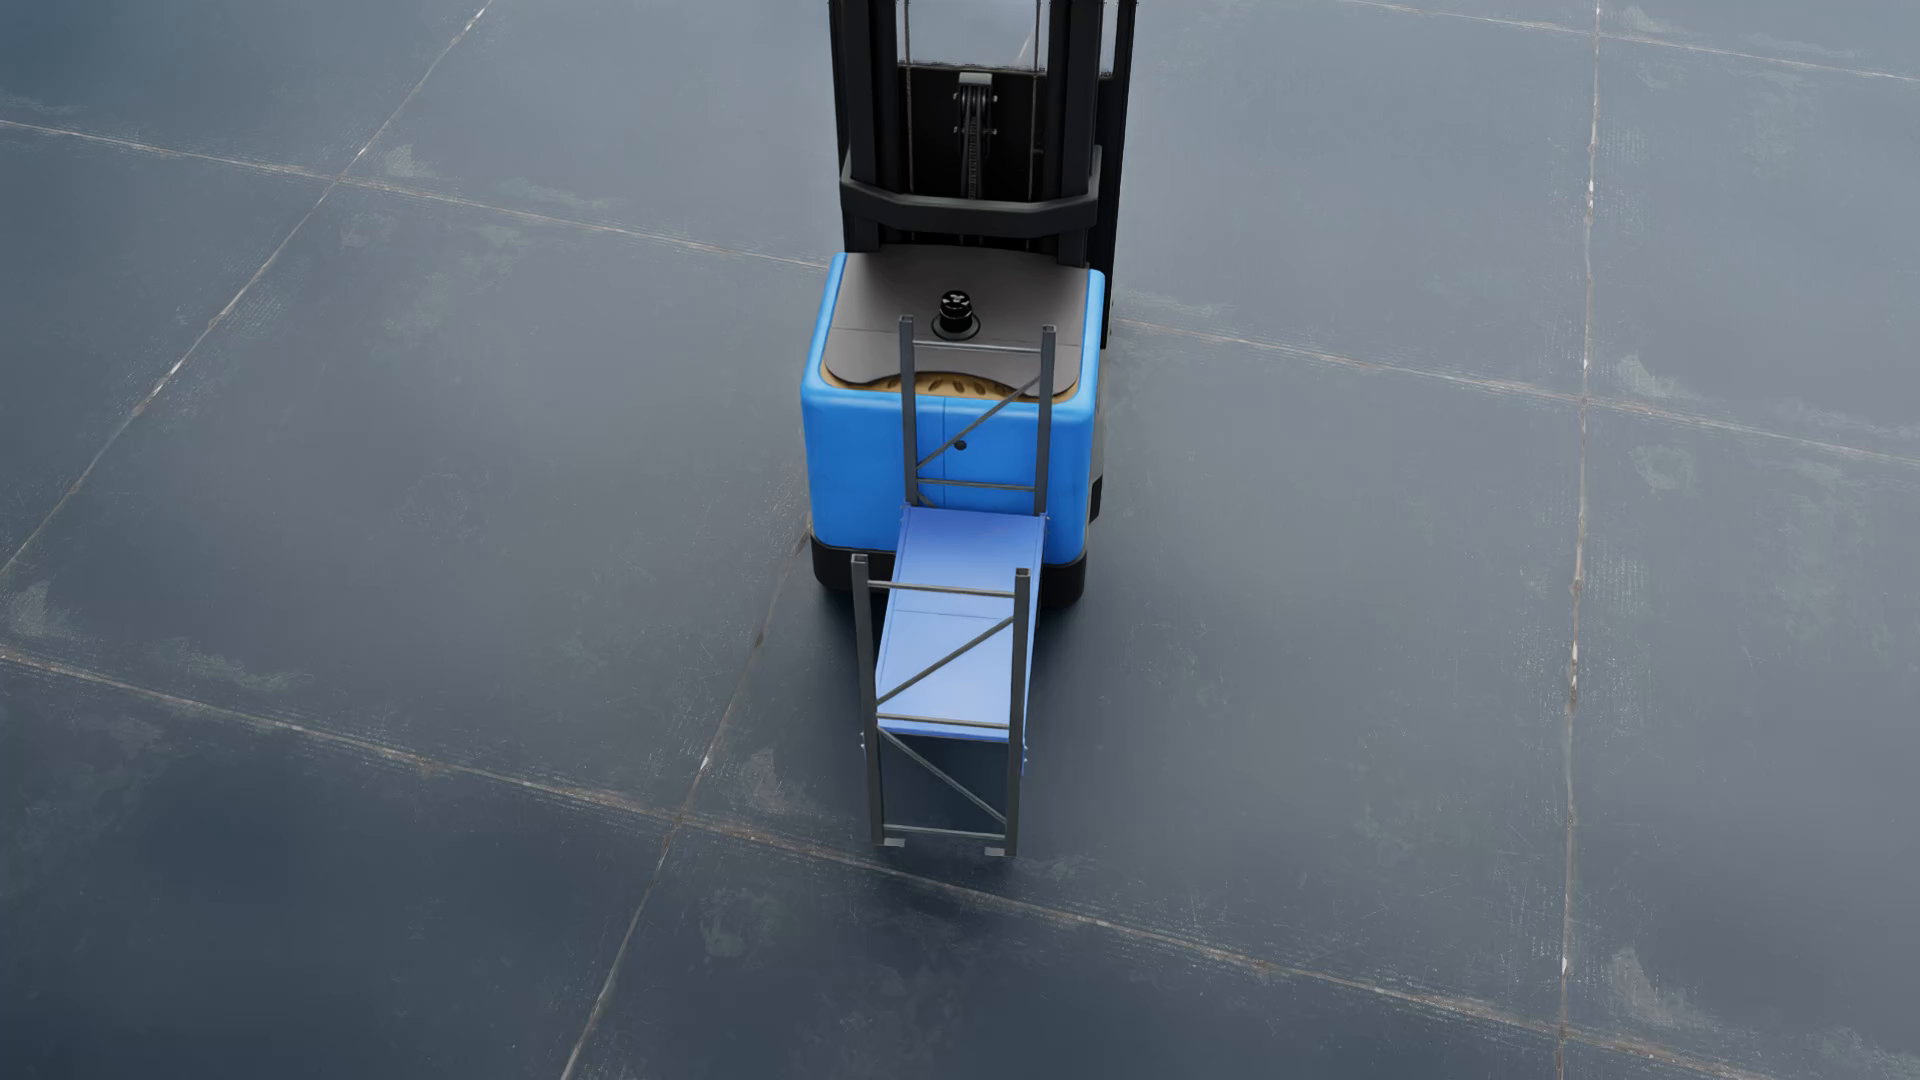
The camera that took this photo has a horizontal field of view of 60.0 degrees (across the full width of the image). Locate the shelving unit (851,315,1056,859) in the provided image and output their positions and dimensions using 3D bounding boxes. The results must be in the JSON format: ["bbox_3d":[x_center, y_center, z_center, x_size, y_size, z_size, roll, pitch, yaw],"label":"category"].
[{"bbox_3d":[0.001,0.187,5.503,0.538,1.500,1.048,5,49,4],"label":"shelving unit"}]

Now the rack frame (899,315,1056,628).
[{"bbox_3d":[0.055,-0.192,5.838,0.500,1.500,0.032,5,49,4],"label":"rack frame"}]

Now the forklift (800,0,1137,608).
[{"bbox_3d":[-7.704,2.616,2.406,15.389,2.935,16.483,5,49,4],"label":"forklift"}]

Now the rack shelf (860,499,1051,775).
[{"bbox_3d":[0.001,0.306,5.638,0.538,0.185,1.000,5,49,4],"label":"rack shelf"}]

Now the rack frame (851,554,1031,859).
[{"bbox_3d":[-0.053,0.566,5.169,0.500,1.500,0.032,5,49,4],"label":"rack frame"}]
